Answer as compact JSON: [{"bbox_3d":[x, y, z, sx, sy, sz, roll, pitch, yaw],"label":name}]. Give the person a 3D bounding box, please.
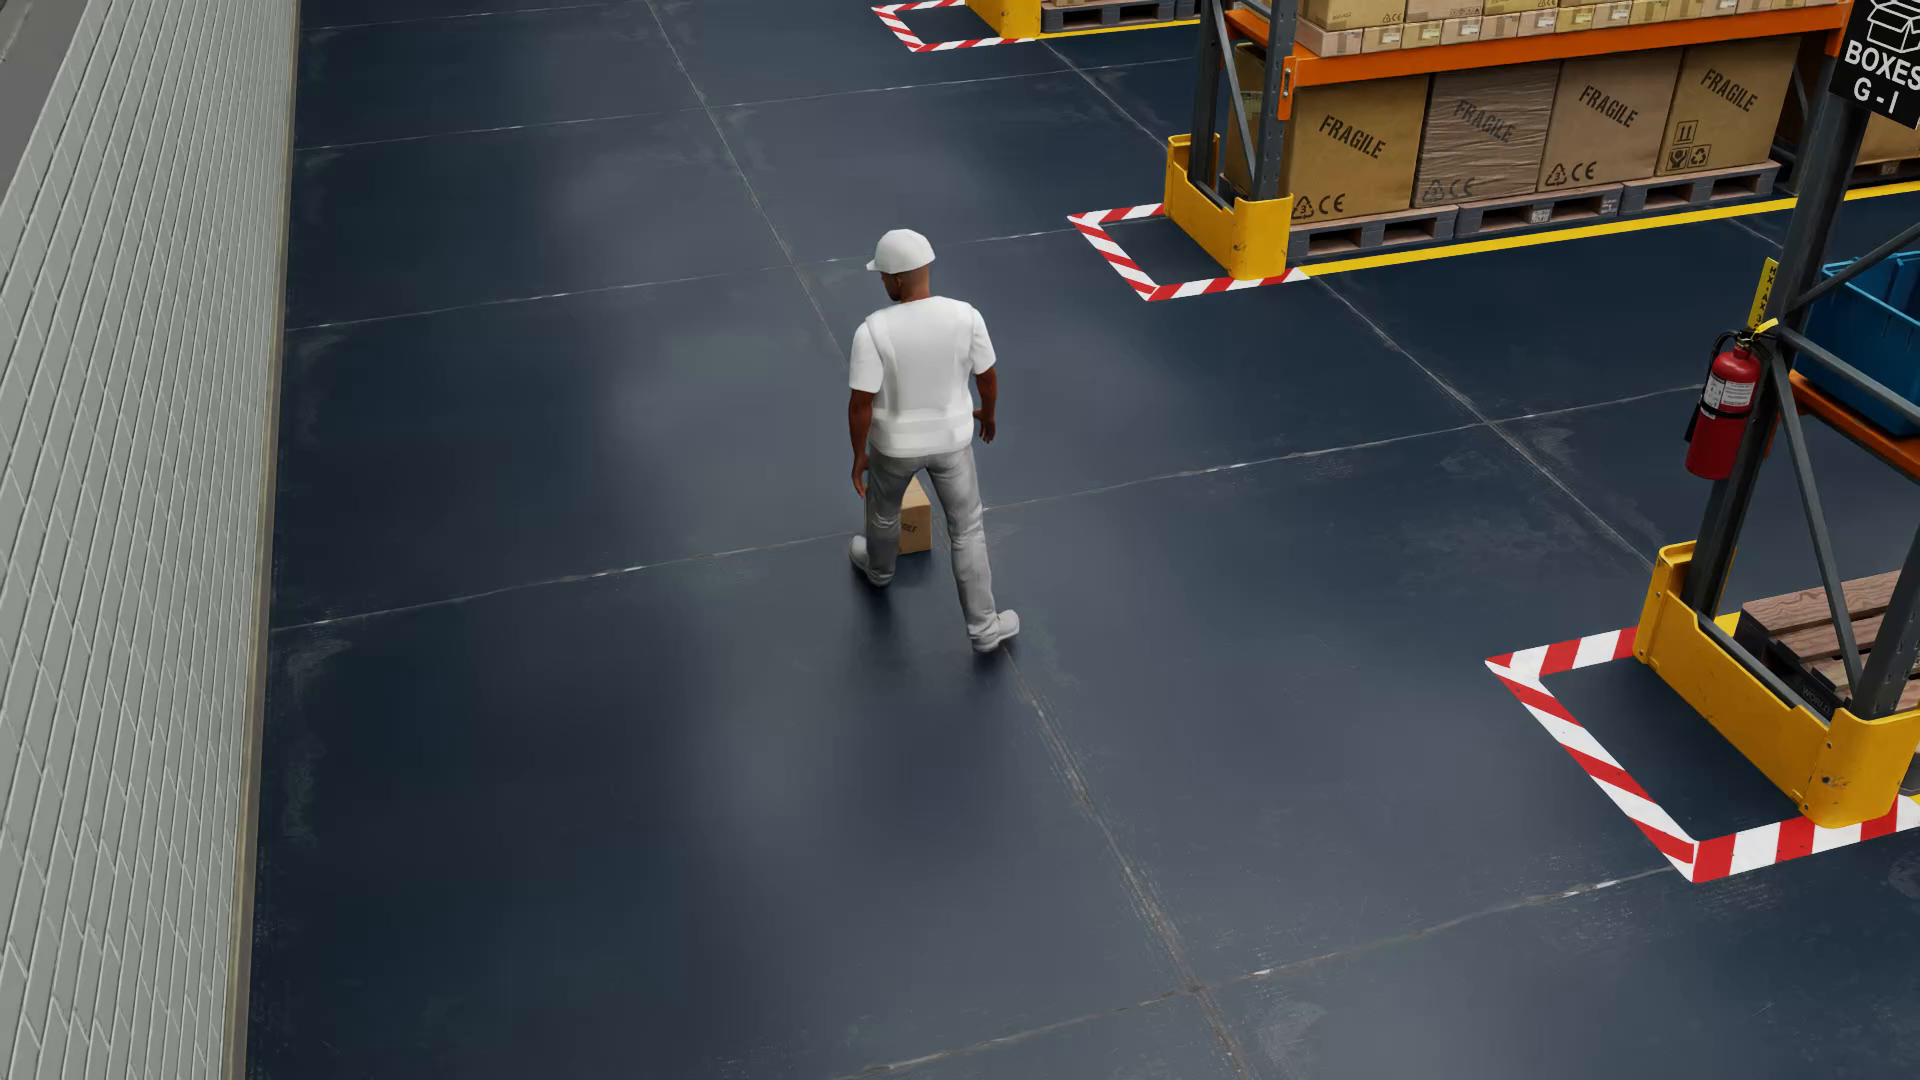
[{"bbox_3d":[-0.124,-0.431,6.780,0.673,1.740,0.934,-5,34,-8],"label":"person"}]
